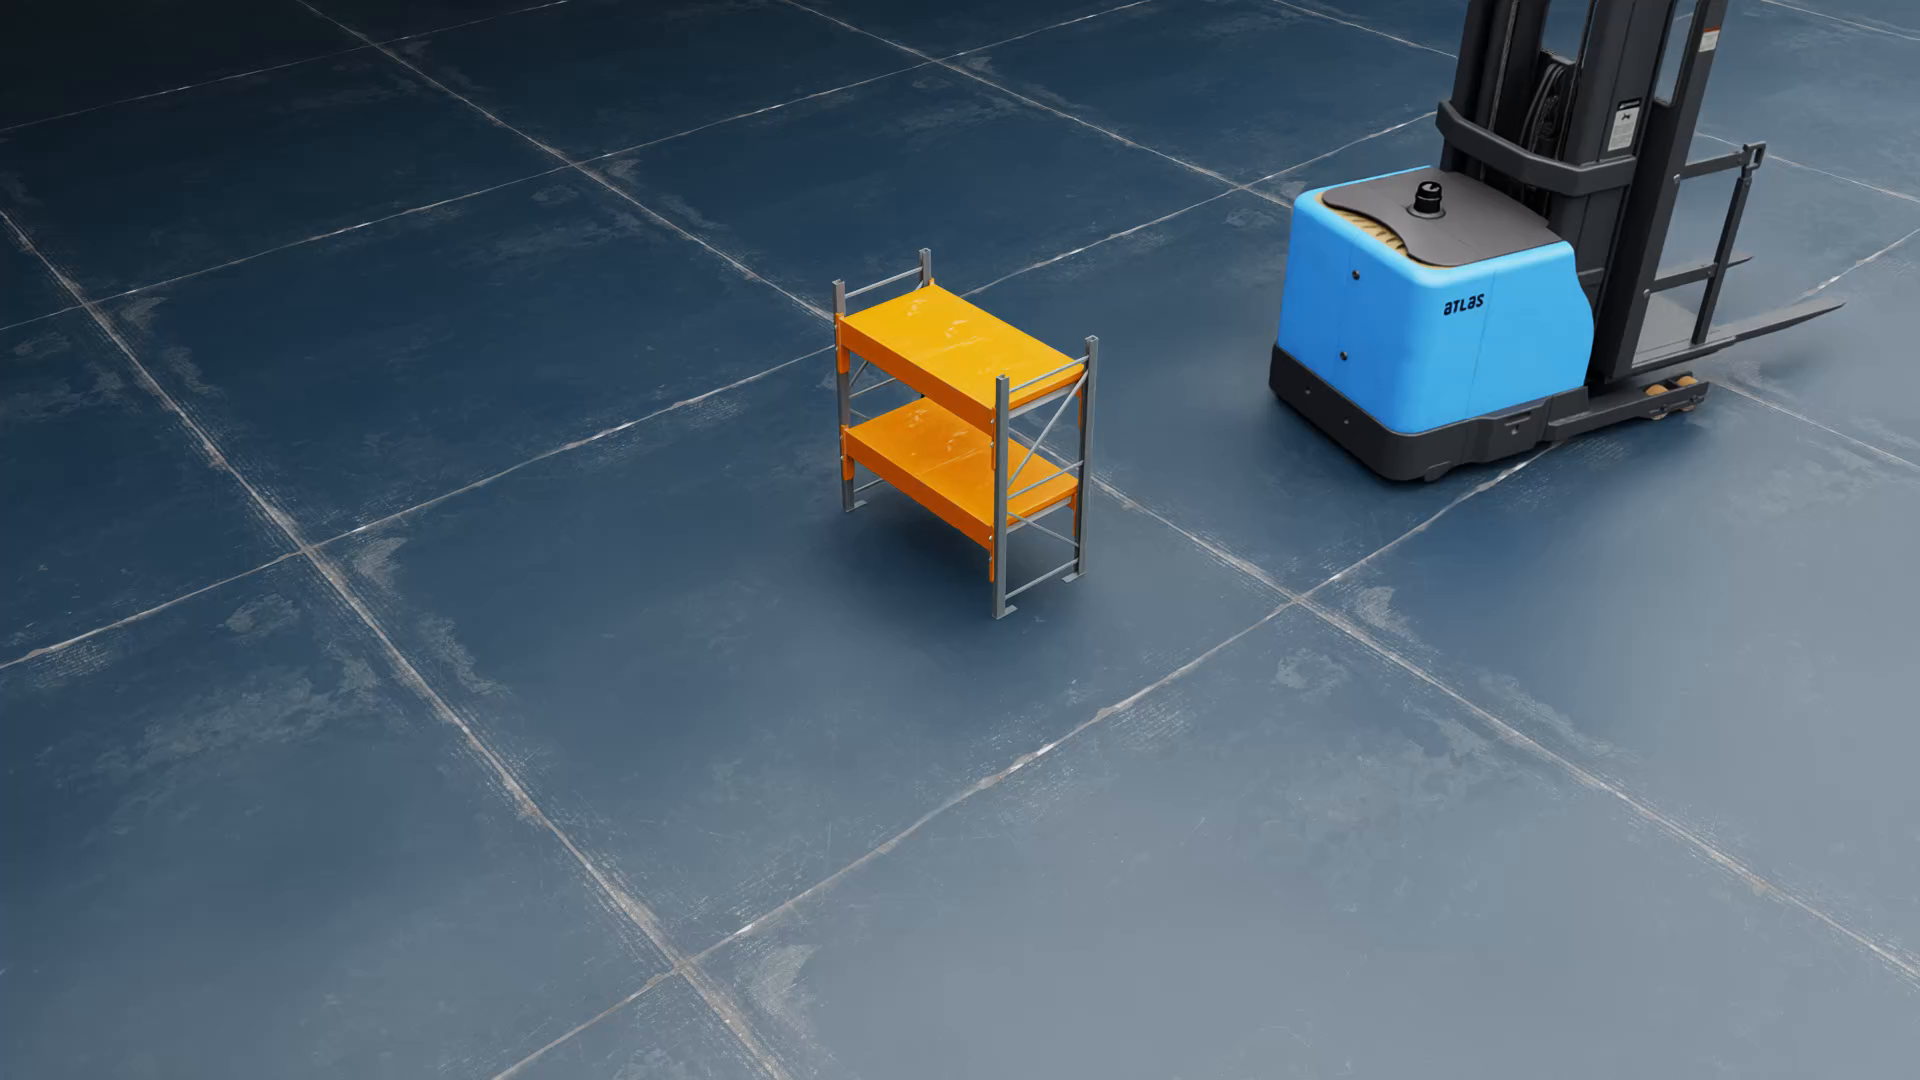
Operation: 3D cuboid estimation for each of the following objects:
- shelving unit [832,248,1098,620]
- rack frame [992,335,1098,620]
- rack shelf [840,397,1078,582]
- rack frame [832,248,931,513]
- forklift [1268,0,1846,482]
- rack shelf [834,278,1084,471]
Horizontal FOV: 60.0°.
[{"bbox_3d":[0.004,-0.456,6.921,0.538,1.125,1.048,-26,43,-32],"label":"shelving unit"},{"bbox_3d":[0.332,-0.232,6.604,0.500,1.125,0.032,-26,43,-32],"label":"rack frame"},{"bbox_3d":[0.004,-0.257,7.062,0.538,0.278,1.000,-26,43,-32],"label":"rack shelf"},{"bbox_3d":[-0.324,-0.680,7.238,0.500,1.125,0.032,-26,43,-32],"label":"rack frame"},{"bbox_3d":[3.079,-2.038,7.591,3.031,2.935,1.130,-16,38,-21],"label":"forklift"},{"bbox_3d":[0.004,-0.695,6.752,0.538,0.278,1.000,-26,43,-32],"label":"rack shelf"}]
